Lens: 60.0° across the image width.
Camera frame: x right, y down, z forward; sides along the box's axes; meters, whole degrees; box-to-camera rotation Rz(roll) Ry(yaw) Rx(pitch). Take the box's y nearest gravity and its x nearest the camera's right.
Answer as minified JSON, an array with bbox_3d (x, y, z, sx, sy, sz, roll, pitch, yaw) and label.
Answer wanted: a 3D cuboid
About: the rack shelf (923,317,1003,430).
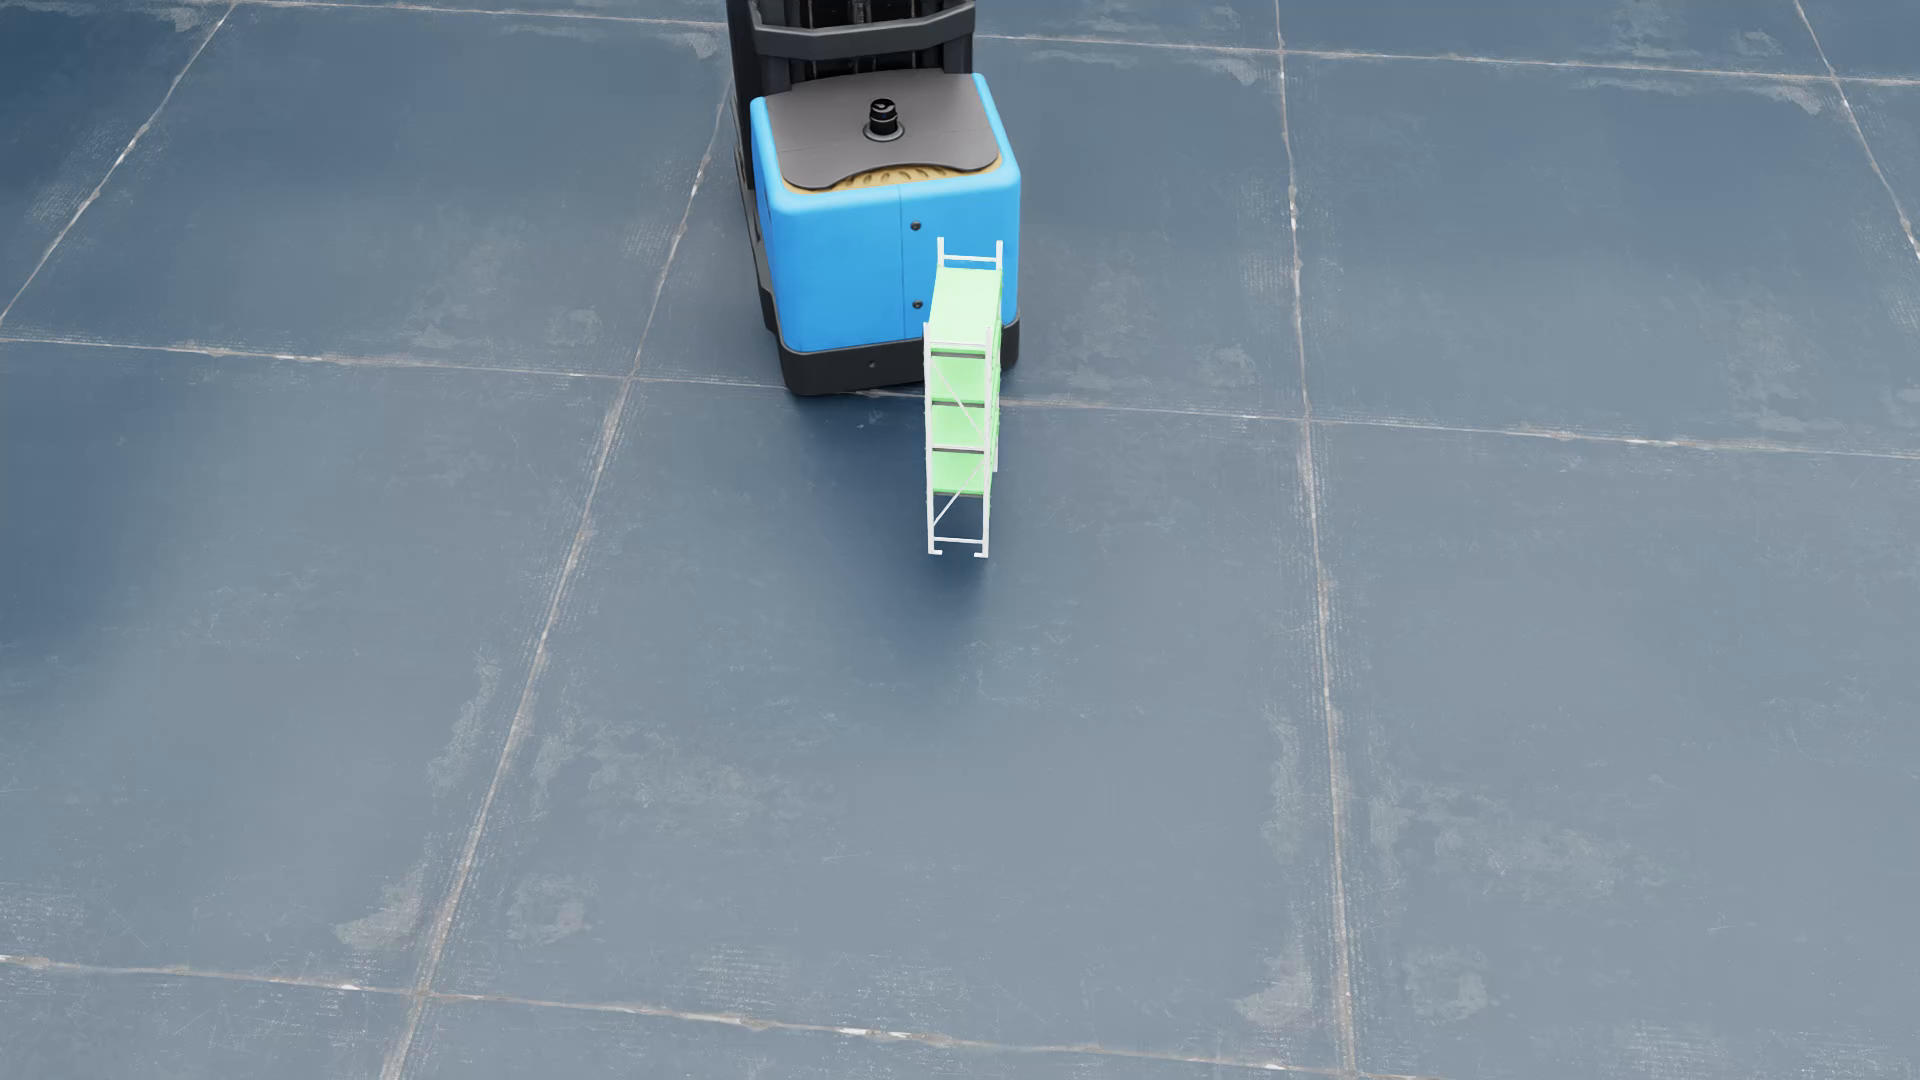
[{"bbox_3d":[0.015,-0.645,6.314,0.258,0.148,0.480,4,48,4],"label":"rack shelf"}]

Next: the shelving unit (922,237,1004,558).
[{"bbox_3d":[0.015,-0.527,6.444,0.258,1.200,0.503,4,48,4],"label":"shelving unit"}]

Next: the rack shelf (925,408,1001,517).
[{"bbox_3d":[0.015,-0.321,6.669,0.258,0.148,0.480,4,48,4],"label":"rack shelf"}]

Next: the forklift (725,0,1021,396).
[{"bbox_3d":[-0.532,-2.727,7.284,1.130,2.935,3.031,-8,48,-8],"label":"forklift"}]

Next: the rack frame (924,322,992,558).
[{"bbox_3d":[-0.007,-0.347,6.280,0.240,1.200,0.015,4,48,4],"label":"rack frame"}]

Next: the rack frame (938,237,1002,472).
[{"bbox_3d":[0.037,-0.706,6.608,0.240,1.200,0.015,4,48,4],"label":"rack frame"}]

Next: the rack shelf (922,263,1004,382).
[{"bbox_3d":[0.015,-0.807,6.137,0.258,0.148,0.480,4,48,4],"label":"rack shelf"}]

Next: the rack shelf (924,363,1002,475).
[{"bbox_3d":[0.015,-0.483,6.492,0.258,0.148,0.480,4,48,4],"label":"rack shelf"}]
